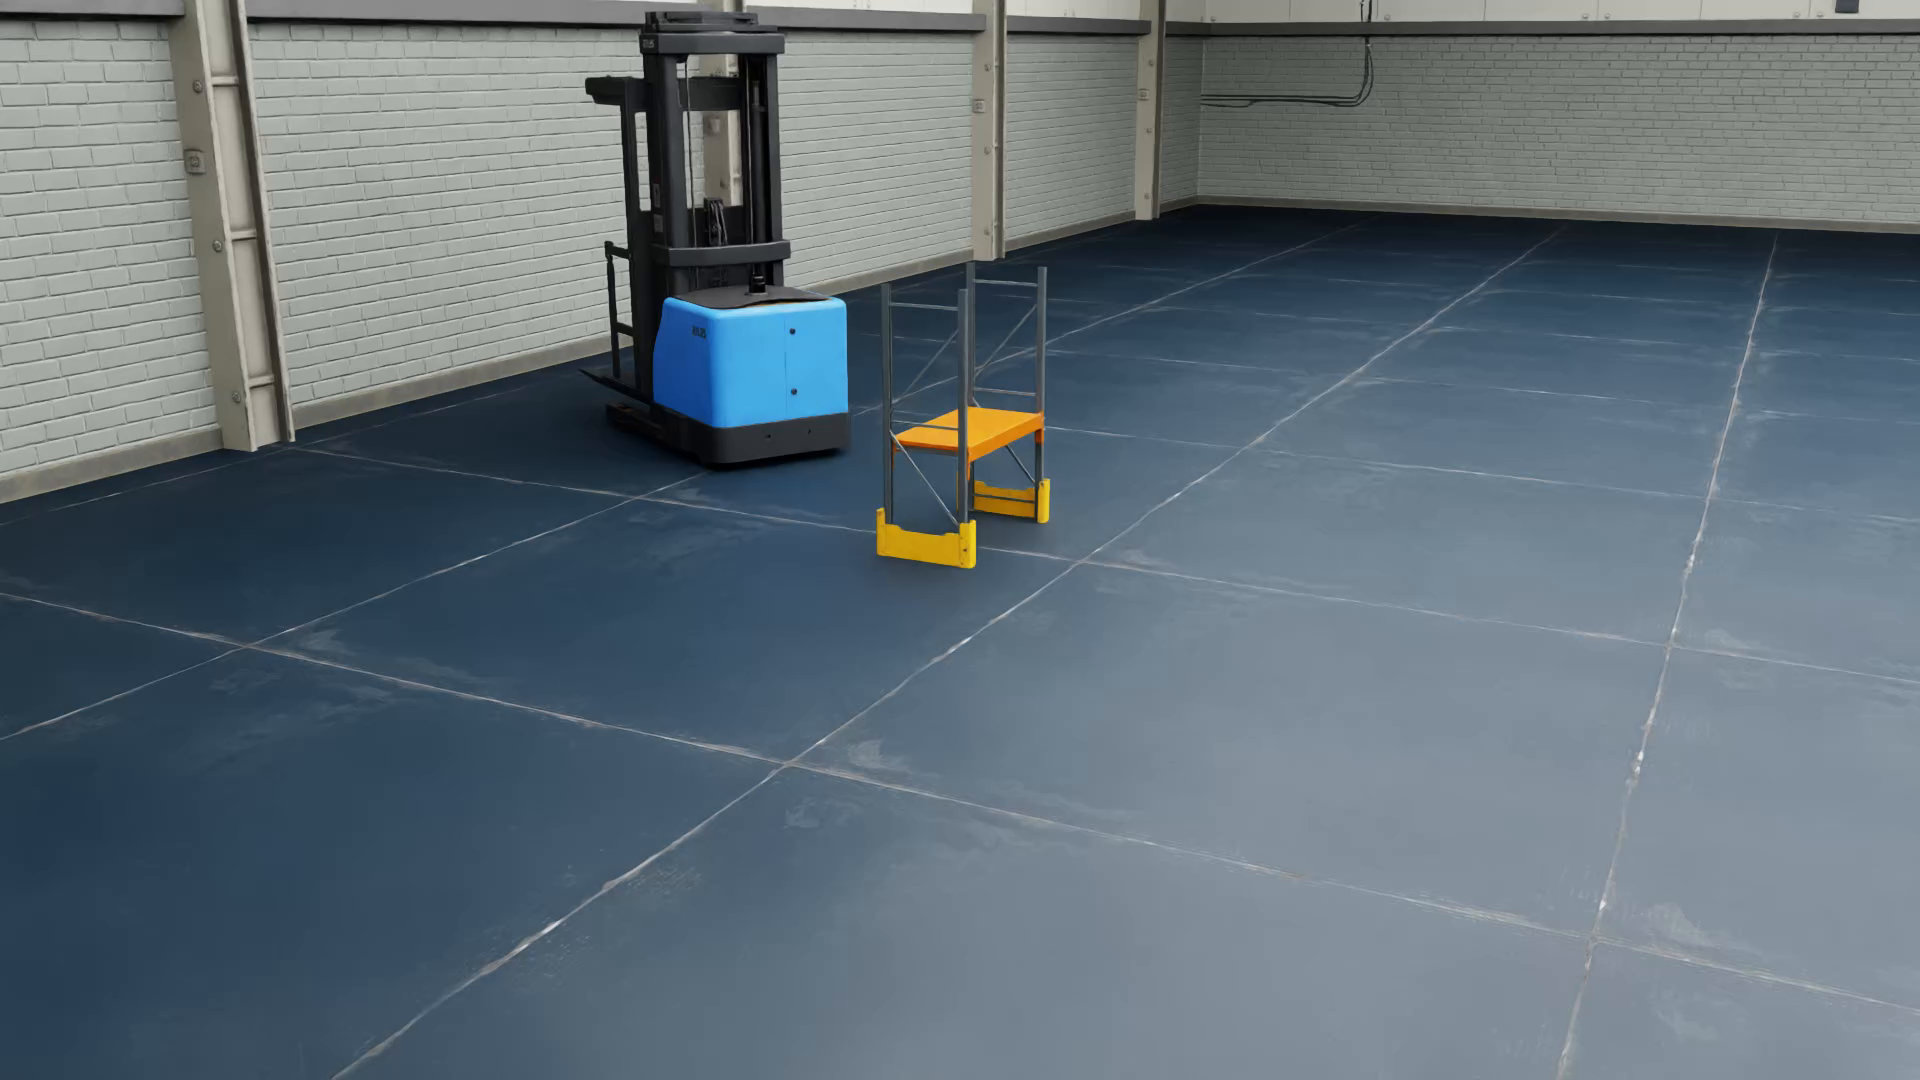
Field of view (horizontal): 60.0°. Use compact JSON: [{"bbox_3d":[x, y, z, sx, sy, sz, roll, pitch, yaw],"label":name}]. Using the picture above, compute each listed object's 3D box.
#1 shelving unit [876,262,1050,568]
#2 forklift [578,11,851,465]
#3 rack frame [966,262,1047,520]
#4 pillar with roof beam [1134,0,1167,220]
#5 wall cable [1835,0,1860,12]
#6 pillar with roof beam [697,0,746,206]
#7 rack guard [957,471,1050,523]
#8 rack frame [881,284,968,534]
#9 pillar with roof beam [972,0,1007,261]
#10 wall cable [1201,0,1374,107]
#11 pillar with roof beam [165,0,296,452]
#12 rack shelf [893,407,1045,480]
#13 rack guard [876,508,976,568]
[{"bbox_3d":[0.034,-0.738,9.376,0.587,1.500,1.083,8,18,25],"label":"shelving unit"},{"bbox_3d":[-1.977,-2.272,12.026,1.130,2.935,3.031,-10,19,-31],"label":"forklift"},{"bbox_3d":[0.265,-0.870,9.820,0.500,1.500,0.032,8,18,25],"label":"rack frame"},{"bbox_3d":[6.907,-9.035,24.138,9.100,9.000,0.400,8,18,25],"label":"pillar with roof beam"},{"bbox_3d":[14.041,-10.583,23.378,2.305,6.003,0.169,8,18,25],"label":"wall cable"},{"bbox_3d":[1.545,-5.978,13.847,9.100,9.000,0.400,8,18,25],"label":"pillar with roof beam"},{"bbox_3d":[0.257,-0.266,9.981,0.587,0.250,0.087,8,18,25],"label":"rack guard"},{"bbox_3d":[-0.189,-0.611,8.948,0.500,1.500,0.032,8,18,25],"label":"rack frame"},{"bbox_3d":[4.226,-7.506,18.992,9.100,9.000,0.400,8,18,25],"label":"pillar with roof beam"},{"bbox_3d":[5.555,-8.676,28.384,3.097,2.526,0.112,8,18,25],"label":"wall cable"},{"bbox_3d":[-1.136,-4.450,8.701,9.100,9.000,0.400,8,18,25],"label":"pillar with roof beam"},{"bbox_3d":[0.038,-0.568,9.435,0.538,0.185,1.000,8,18,25],"label":"rack shelf"},{"bbox_3d":[-0.188,-0.012,9.127,0.587,0.250,0.087,8,18,25],"label":"rack guard"}]
